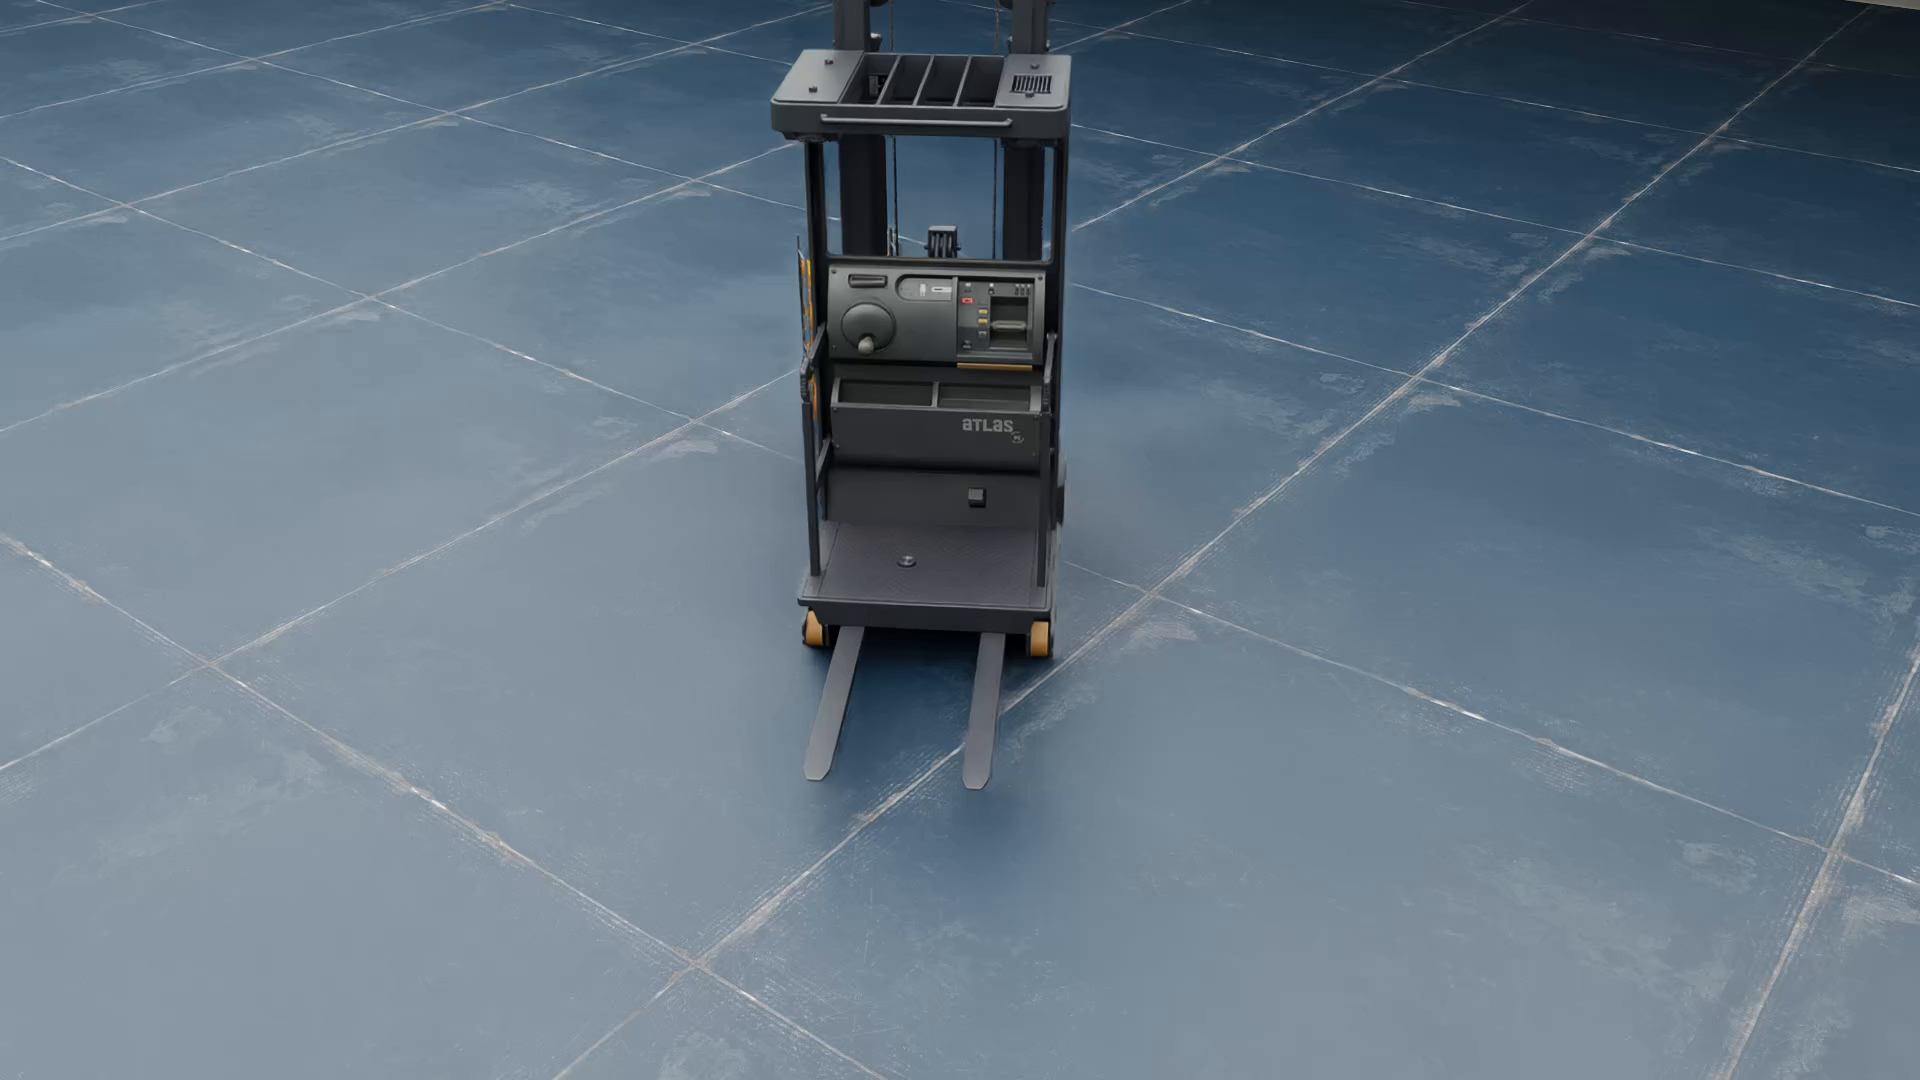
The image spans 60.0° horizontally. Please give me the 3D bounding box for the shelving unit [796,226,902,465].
[{"bbox_3d":[-0.563,-1.019,8.780,0.503,1.200,0.258,-8,29,-13],"label":"shelving unit"}]

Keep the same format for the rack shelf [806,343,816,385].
[{"bbox_3d":[-0.562,-0.960,8.812,0.480,0.148,0.258,-8,29,-13],"label":"rack shelf"}]

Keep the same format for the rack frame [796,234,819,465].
[{"bbox_3d":[-0.799,-0.987,8.726,0.015,1.200,0.240,-8,29,-13],"label":"rack frame"}]

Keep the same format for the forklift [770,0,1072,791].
[{"bbox_3d":[-0.118,-0.918,6.923,1.130,2.935,3.031,3,31,4],"label":"forklift"}]

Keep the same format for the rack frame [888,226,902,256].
[{"bbox_3d":[-0.327,-1.051,8.834,0.015,1.200,0.240,-8,29,-13],"label":"rack frame"}]

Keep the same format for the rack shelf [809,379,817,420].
[{"bbox_3d":[-0.560,-0.784,8.904,0.480,0.148,0.258,-8,29,-13],"label":"rack shelf"}]

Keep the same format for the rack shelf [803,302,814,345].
[{"bbox_3d":[-0.565,-1.157,8.707,0.480,0.148,0.258,-8,29,-13],"label":"rack shelf"}]

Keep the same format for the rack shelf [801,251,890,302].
[{"bbox_3d":[-0.568,-1.366,8.596,0.480,0.148,0.258,-8,29,-13],"label":"rack shelf"}]
